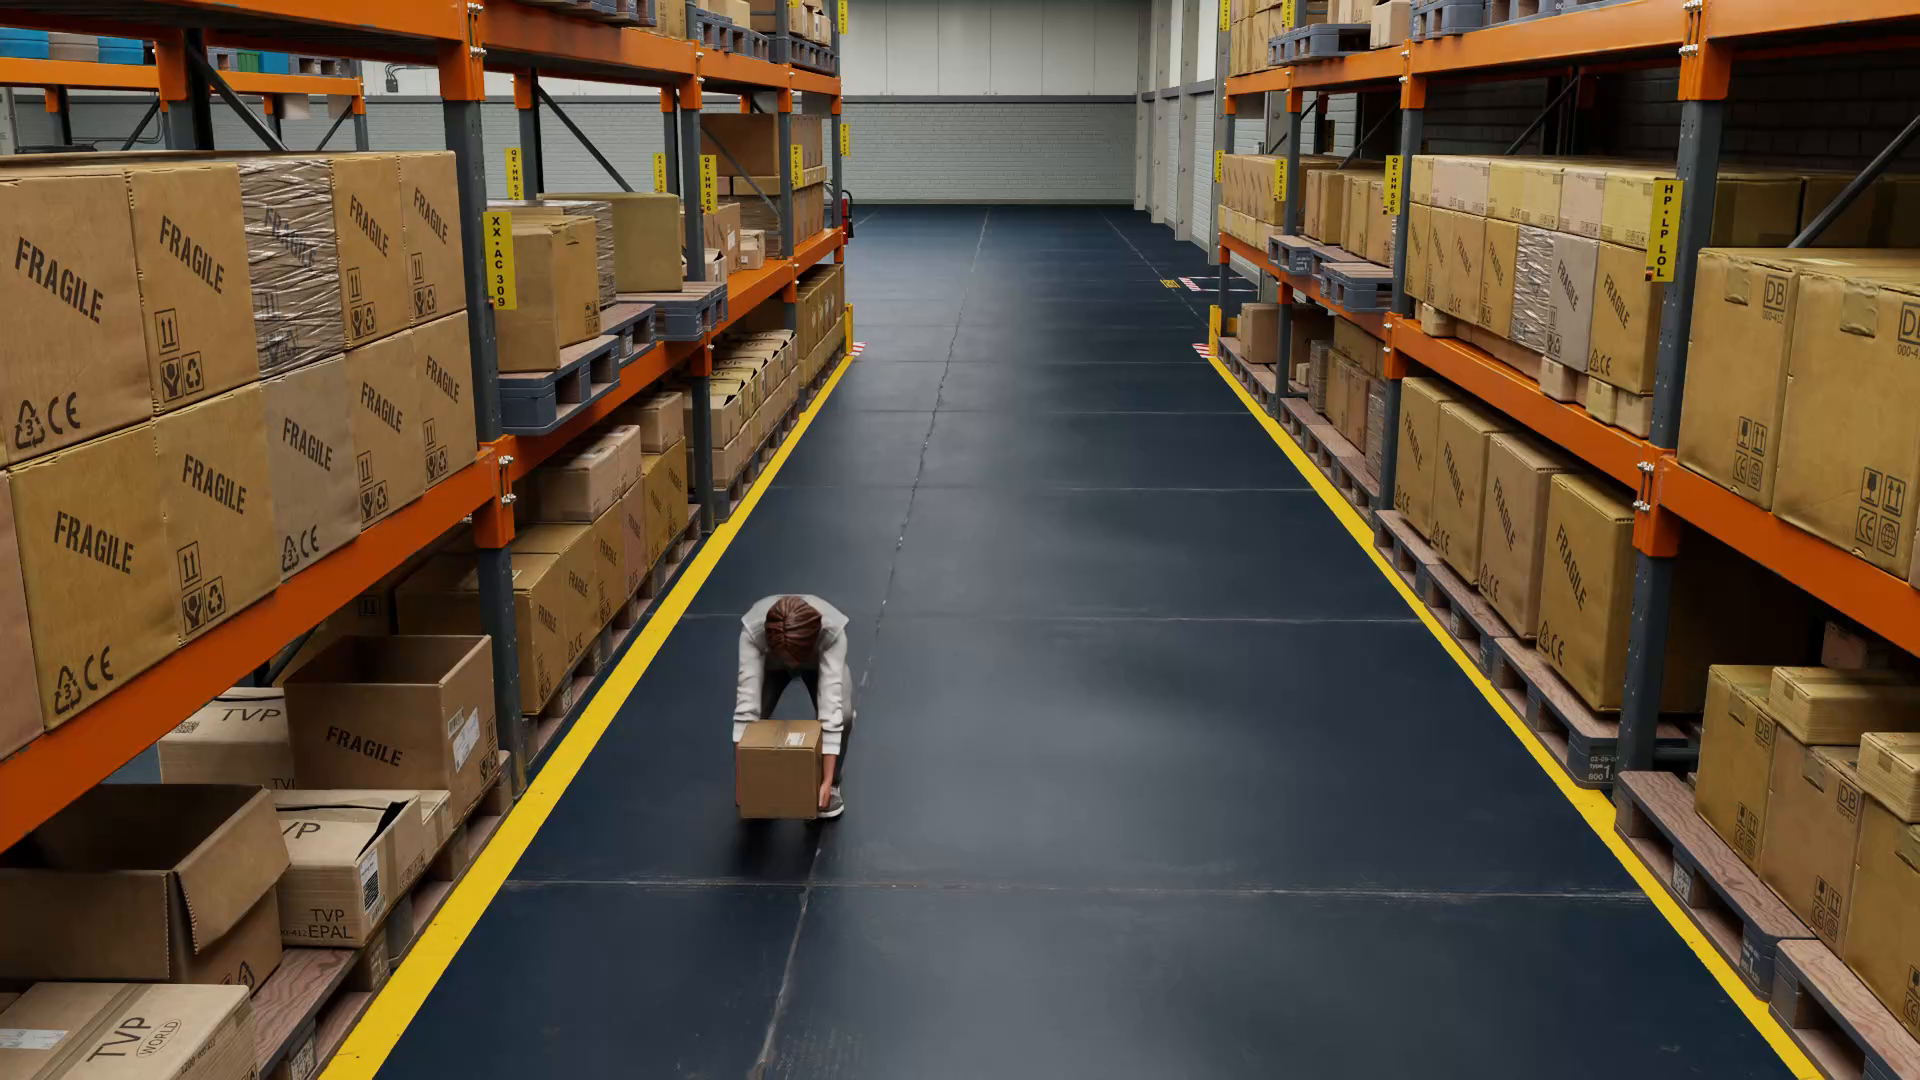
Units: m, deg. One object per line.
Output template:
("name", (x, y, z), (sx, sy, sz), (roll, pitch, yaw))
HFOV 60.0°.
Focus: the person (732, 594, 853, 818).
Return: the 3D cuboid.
("person", (-0.579, 0.556, 5.772), (0.419, 0.892, 0.847), (0, 14, 0))
